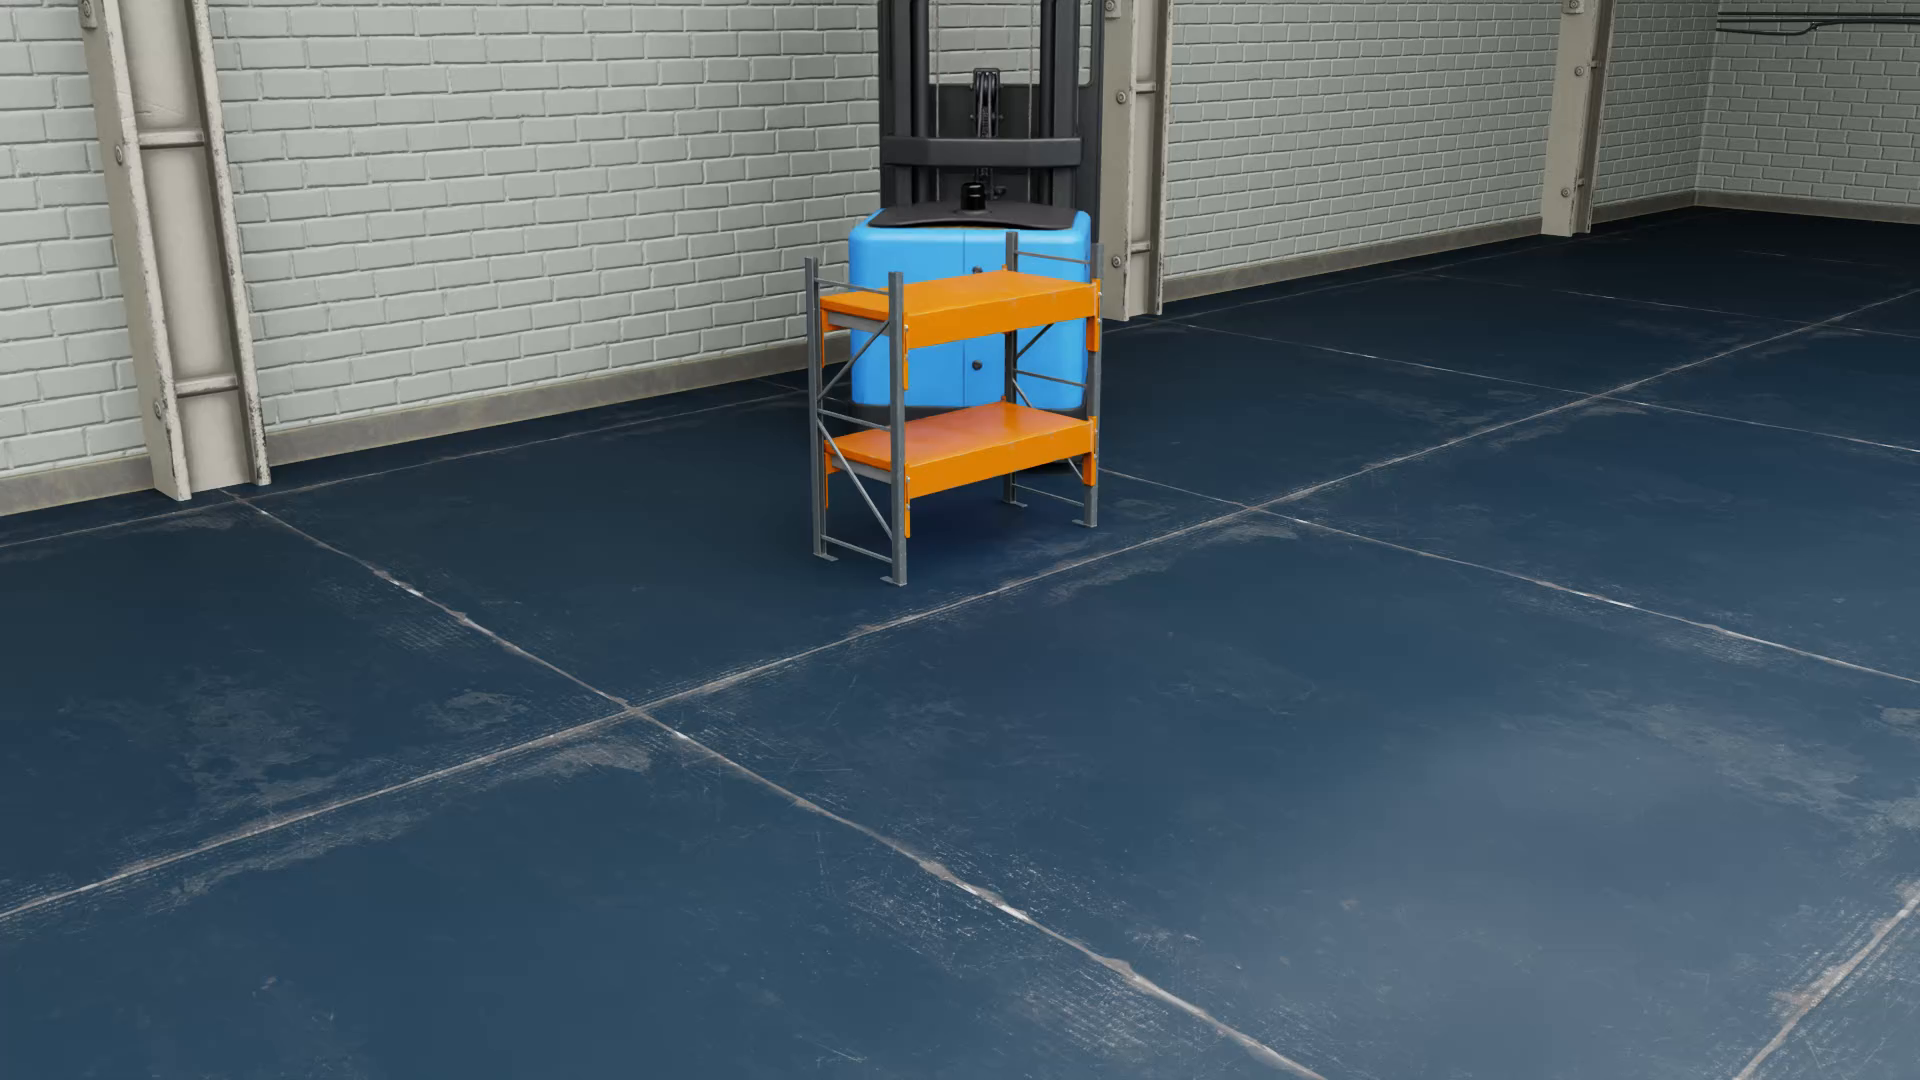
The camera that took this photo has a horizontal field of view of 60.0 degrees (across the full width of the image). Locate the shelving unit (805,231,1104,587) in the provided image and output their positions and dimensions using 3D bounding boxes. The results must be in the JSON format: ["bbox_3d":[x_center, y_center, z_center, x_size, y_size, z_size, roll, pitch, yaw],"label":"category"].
[{"bbox_3d":[-0.005,-0.534,6.307,1.048,1.125,0.538,-16,24,-41],"label":"shelving unit"}]

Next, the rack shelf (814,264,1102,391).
[{"bbox_3d":[-0.005,-0.812,6.217,1.000,0.278,0.538,-16,24,-41],"label":"rack shelf"}]

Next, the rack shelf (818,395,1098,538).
[{"bbox_3d":[-0.005,-0.301,6.382,1.000,0.278,0.538,-16,24,-41],"label":"rack shelf"}]

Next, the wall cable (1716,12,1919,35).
[{"bbox_3d":[8.521,-5.914,15.169,0.112,2.526,3.097,-16,24,-41],"label":"wall cable"}]

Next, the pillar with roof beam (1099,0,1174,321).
[{"bbox_3d":[4.070,-4.827,6.781,0.400,9.000,9.100,-16,24,-41],"label":"pillar with roof beam"}]

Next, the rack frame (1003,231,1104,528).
[{"bbox_3d":[0.364,-0.641,6.639,0.032,1.125,0.500,-16,24,-41],"label":"rack frame"}]

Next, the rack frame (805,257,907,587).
[{"bbox_3d":[-0.374,-0.426,5.975,0.032,1.125,0.500,-16,24,-41],"label":"rack frame"}]

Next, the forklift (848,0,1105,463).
[{"bbox_3d":[0.175,-2.139,8.331,1.130,2.935,3.031,2,18,6],"label":"forklift"}]

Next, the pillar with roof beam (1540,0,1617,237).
[{"bbox_3d":[8.430,-6.098,10.703,0.400,9.000,9.100,-16,24,-41],"label":"pillar with roof beam"}]

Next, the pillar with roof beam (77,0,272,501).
[{"bbox_3d":[-0.290,-3.555,2.860,0.400,9.000,9.100,-16,24,-41],"label":"pillar with roof beam"}]
